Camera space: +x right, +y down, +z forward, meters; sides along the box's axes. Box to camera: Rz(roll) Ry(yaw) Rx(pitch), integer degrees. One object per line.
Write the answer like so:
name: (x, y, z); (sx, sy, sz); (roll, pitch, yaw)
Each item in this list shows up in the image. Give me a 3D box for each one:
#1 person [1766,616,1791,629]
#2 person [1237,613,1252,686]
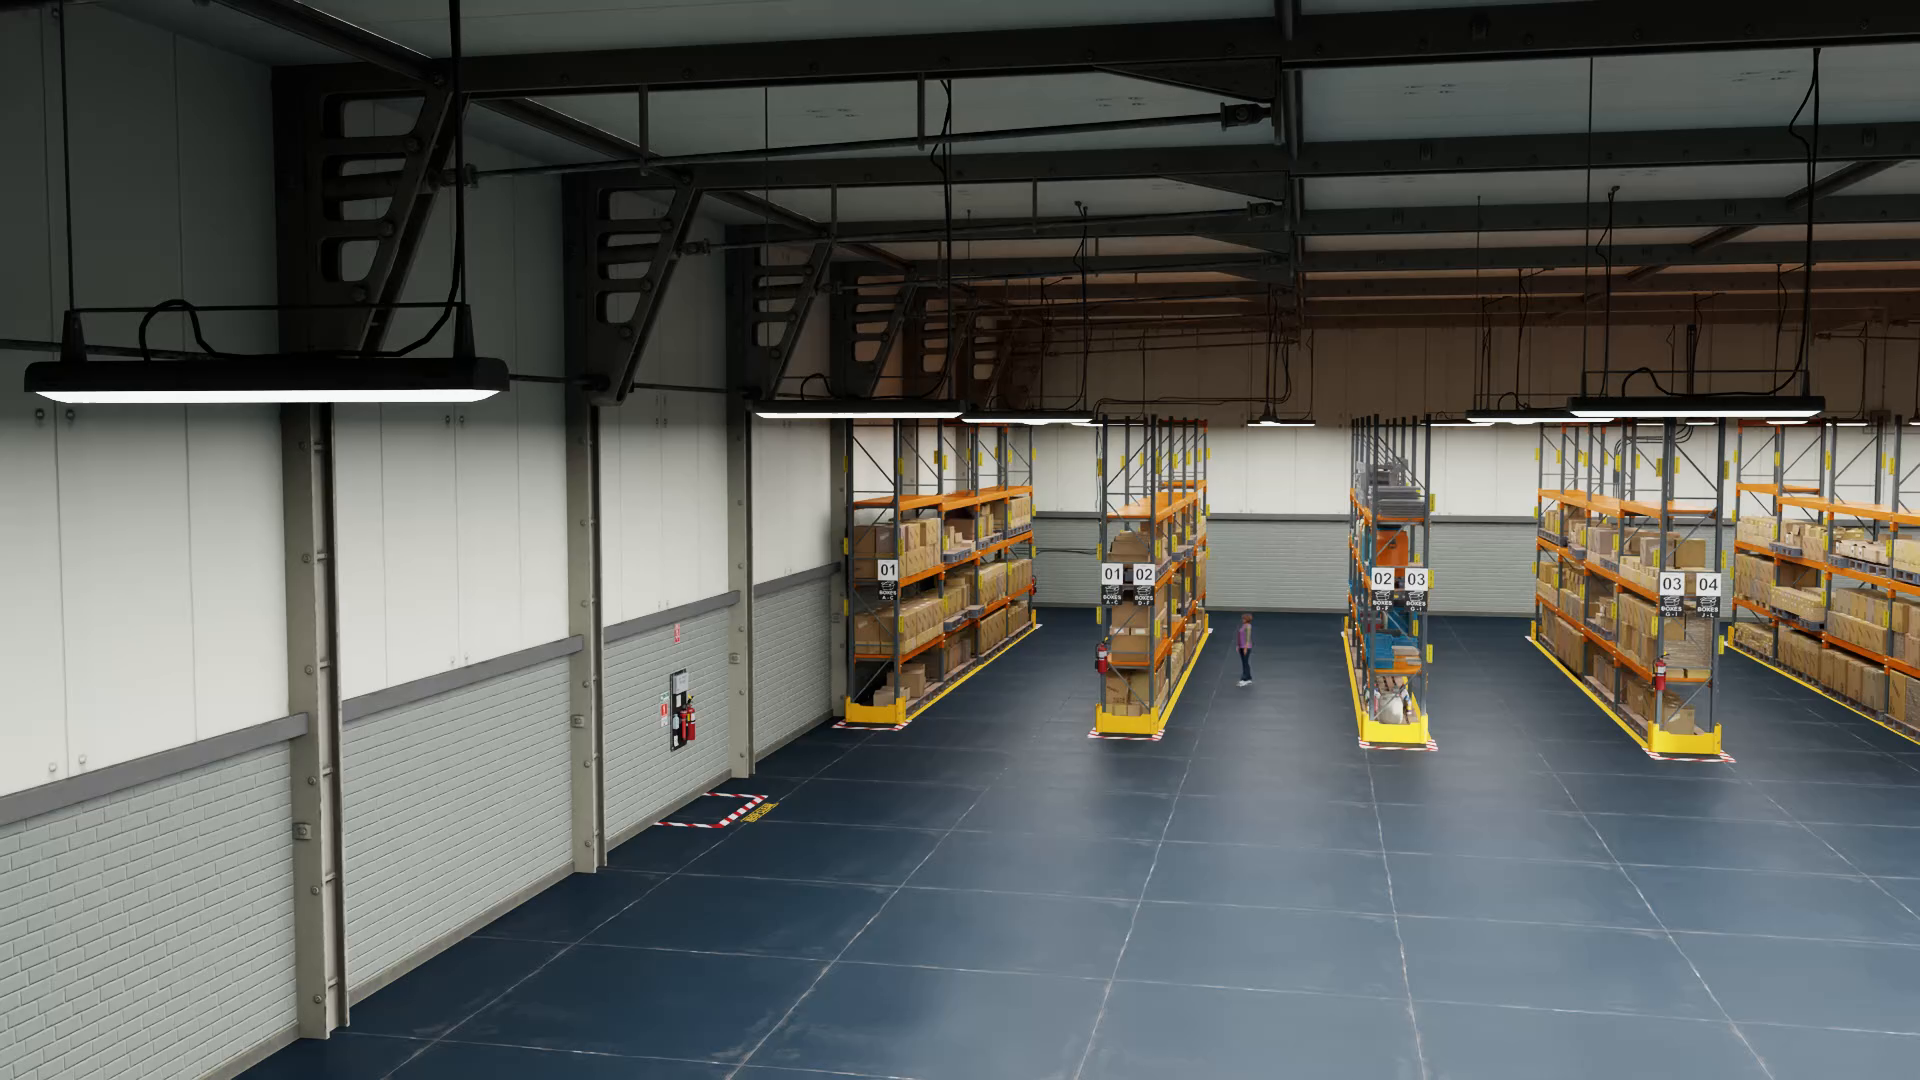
person: (22.739, 1.754, 46.222); (0.847, 1.743, 0.594); (-2, 4, -25)
person: (6.384, 2.451, 37.334); (0.487, 1.617, 0.431); (-1, 4, -21)
